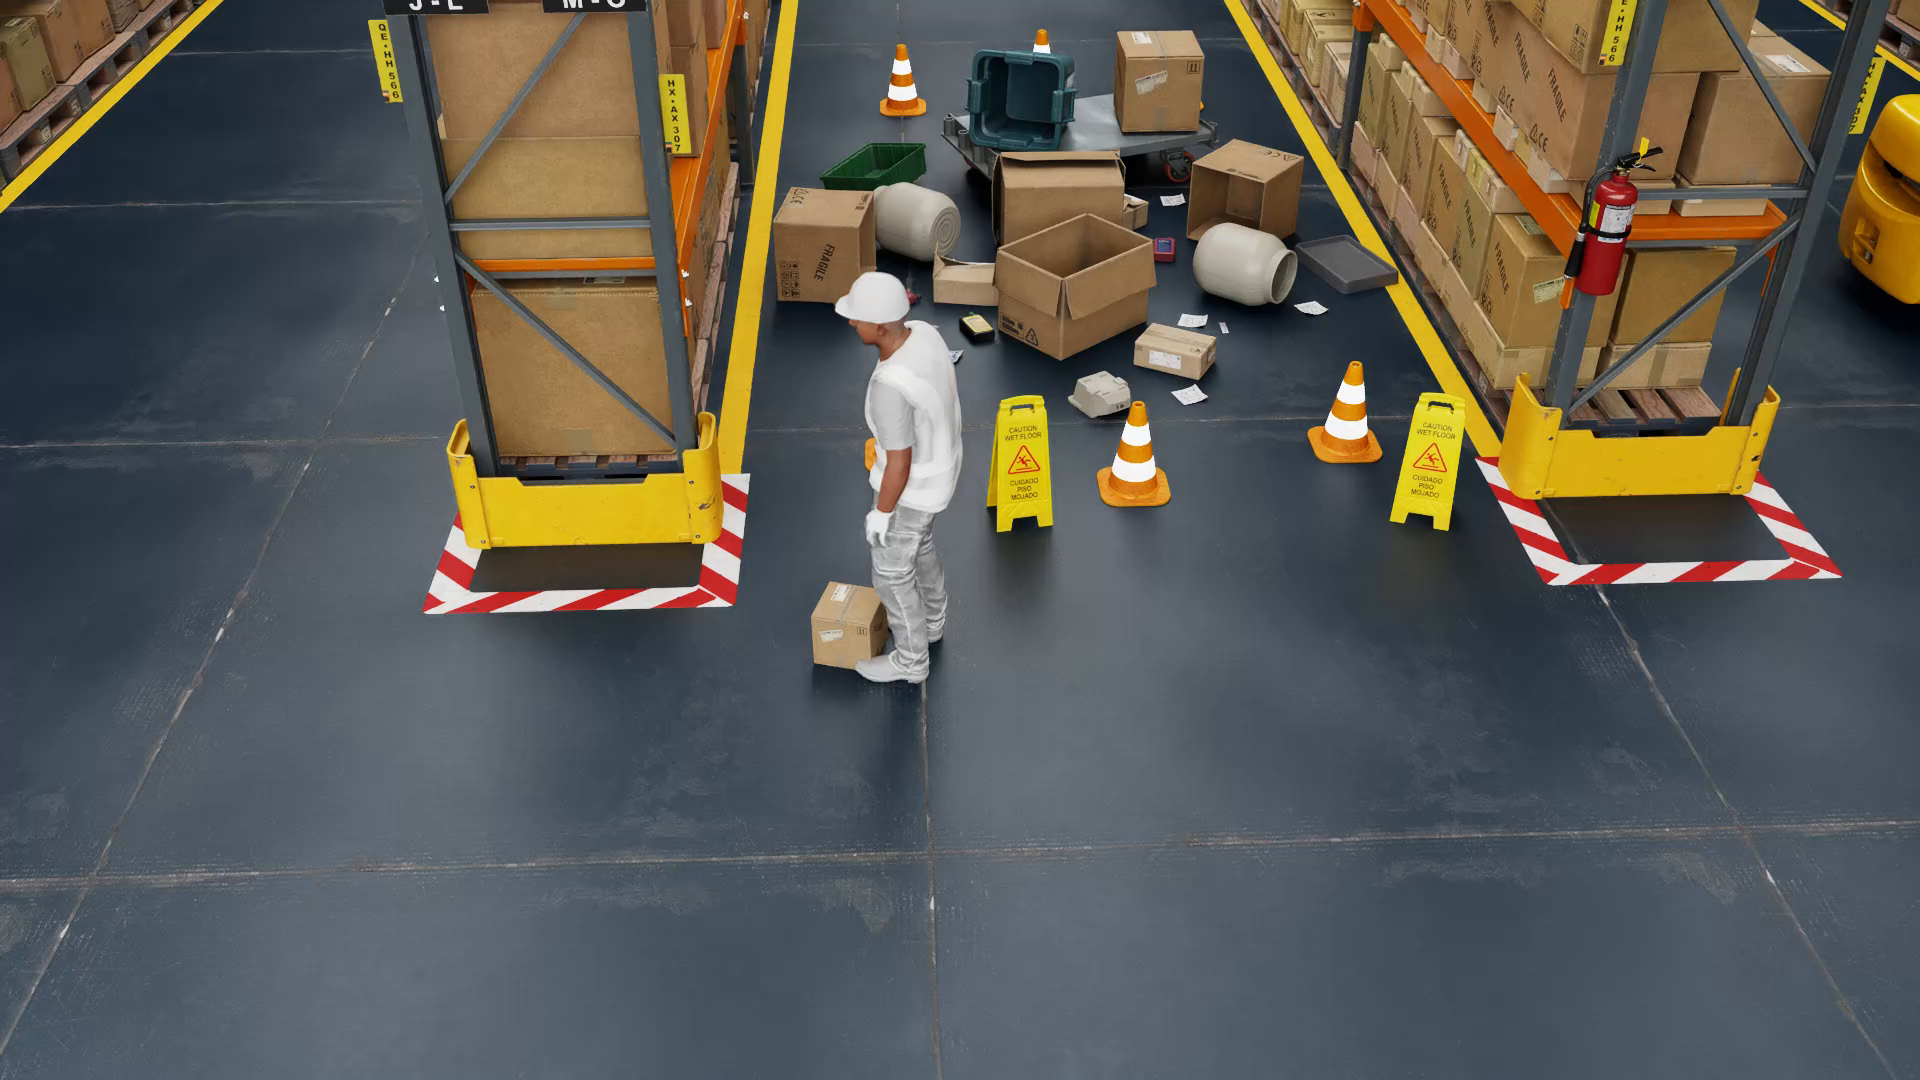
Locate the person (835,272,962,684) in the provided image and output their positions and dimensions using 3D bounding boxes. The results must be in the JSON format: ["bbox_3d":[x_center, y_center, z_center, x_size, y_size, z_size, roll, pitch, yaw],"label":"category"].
[{"bbox_3d":[-0.226,-0.236,6.473,0.448,1.773,0.620,7,36,10],"label":"person"}]
